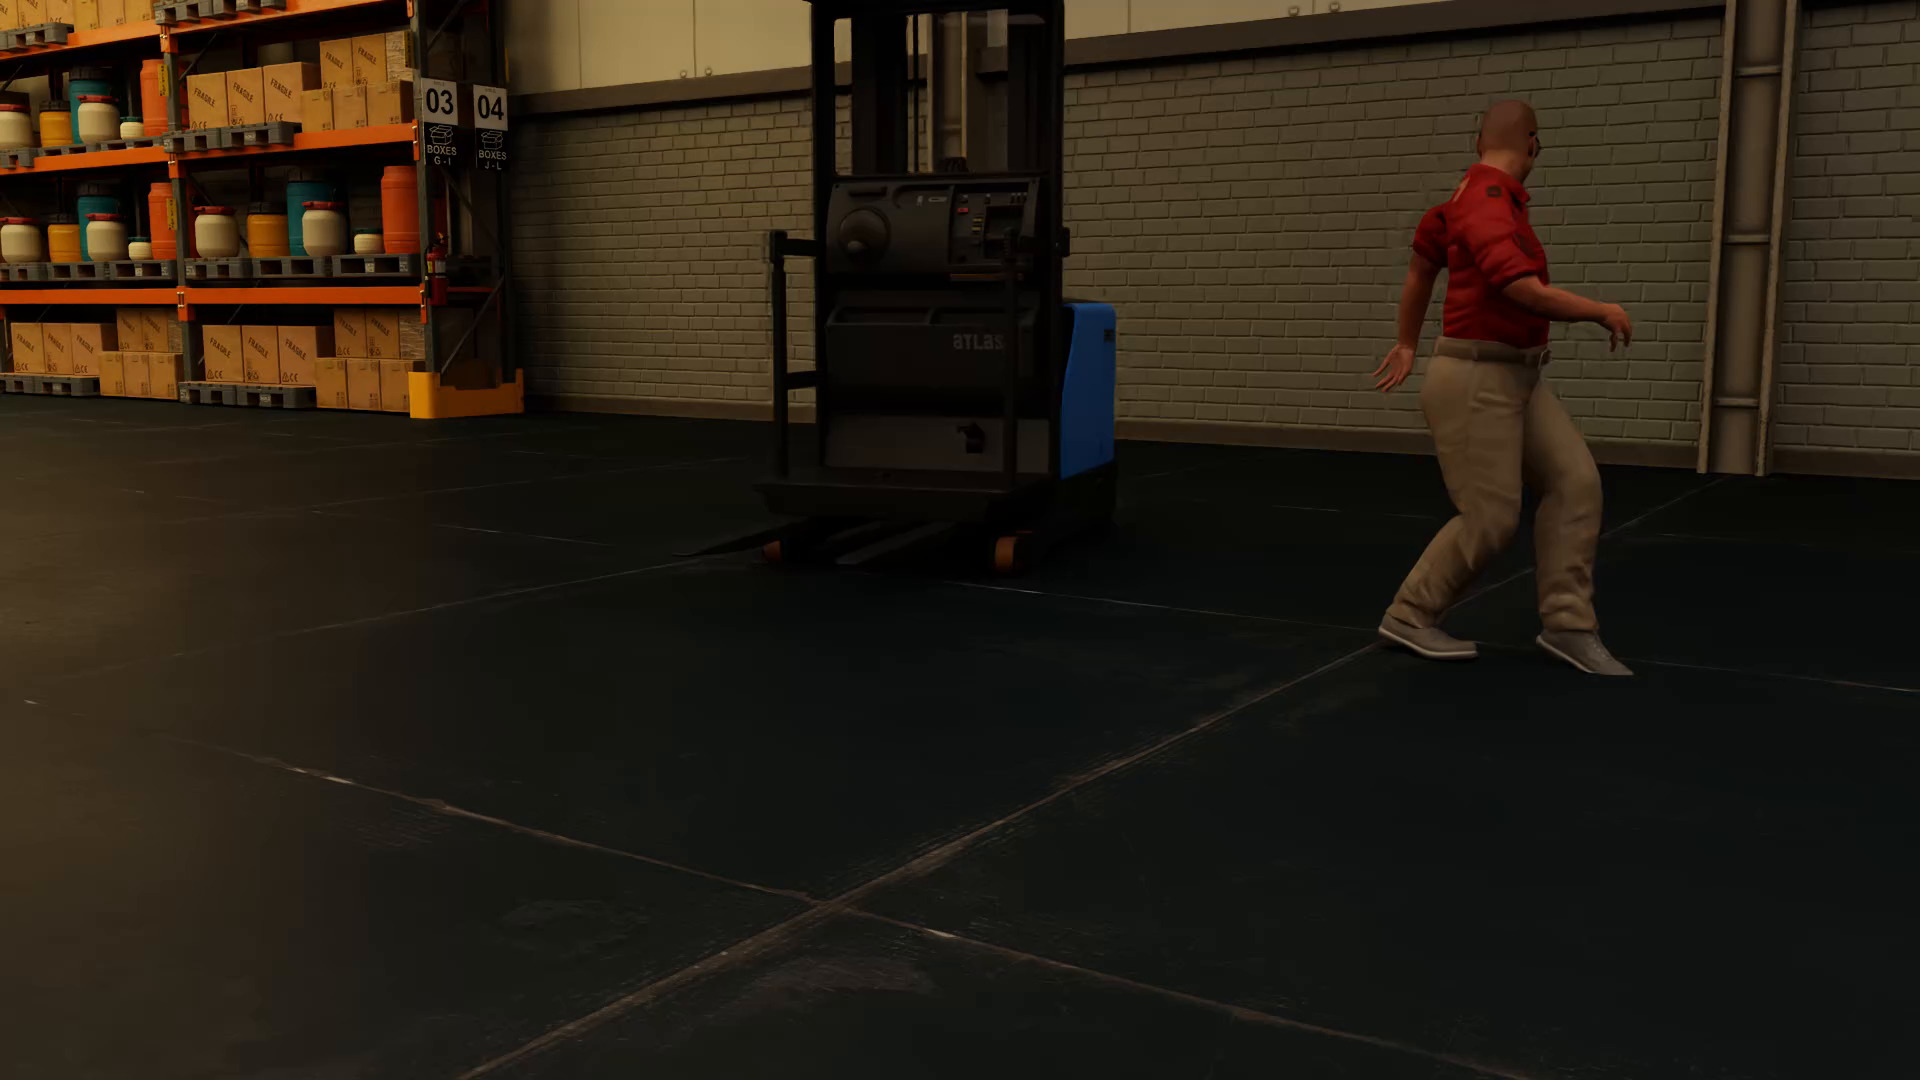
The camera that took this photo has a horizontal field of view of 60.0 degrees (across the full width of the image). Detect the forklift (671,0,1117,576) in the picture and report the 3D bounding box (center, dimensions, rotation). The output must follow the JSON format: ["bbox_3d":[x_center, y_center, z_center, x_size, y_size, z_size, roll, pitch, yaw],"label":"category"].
[{"bbox_3d":[-0.185,-1.369,6.817,1.130,2.935,3.031,3,9,19],"label":"forklift"}]

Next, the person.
[{"bbox_3d":[1.591,-0.433,4.958,0.914,1.714,0.579,6,10,34],"label":"person"}]
